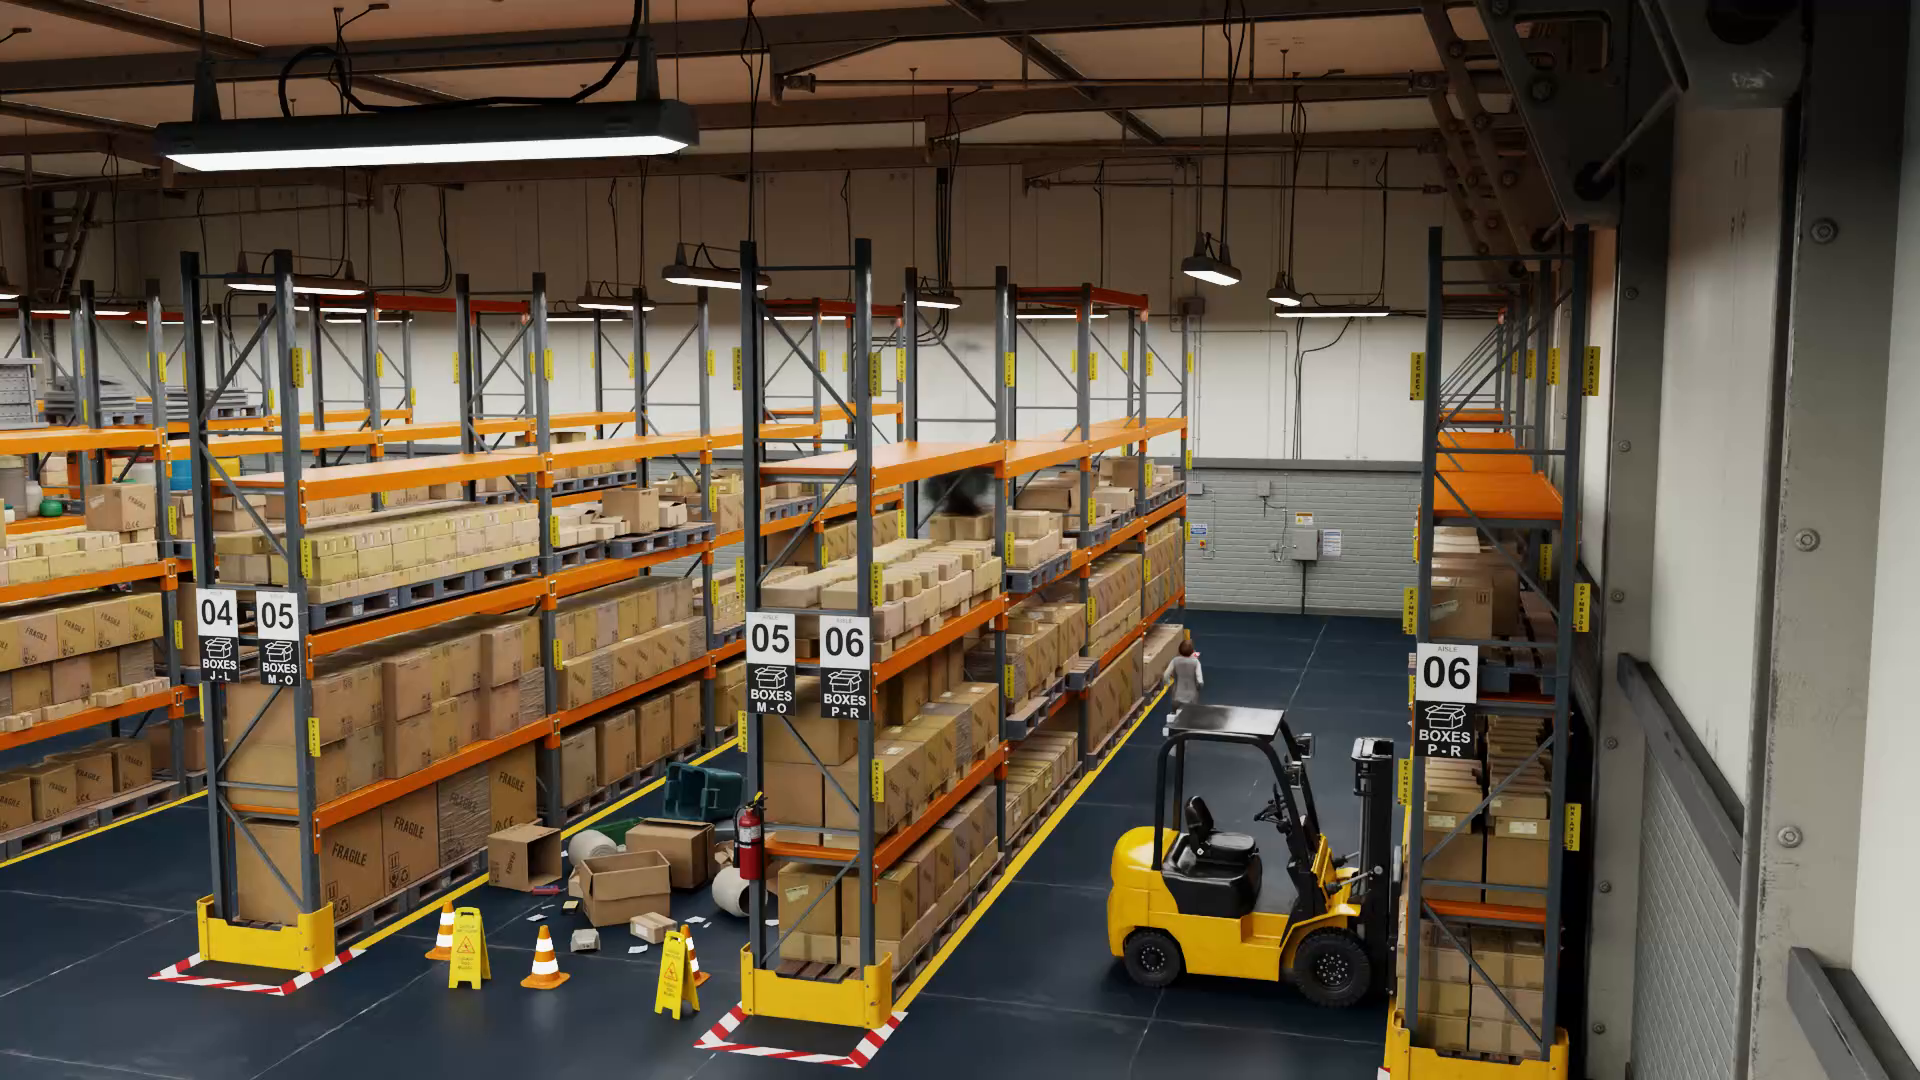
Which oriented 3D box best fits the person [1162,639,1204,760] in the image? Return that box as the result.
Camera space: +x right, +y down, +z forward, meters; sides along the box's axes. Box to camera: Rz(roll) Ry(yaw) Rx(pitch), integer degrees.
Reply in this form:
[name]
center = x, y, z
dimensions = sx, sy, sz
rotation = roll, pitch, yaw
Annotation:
[person]
center = 2.860, 2.025, 21.162
dimensions = 0.510, 1.552, 0.519
rotation = 2, 7, 19
